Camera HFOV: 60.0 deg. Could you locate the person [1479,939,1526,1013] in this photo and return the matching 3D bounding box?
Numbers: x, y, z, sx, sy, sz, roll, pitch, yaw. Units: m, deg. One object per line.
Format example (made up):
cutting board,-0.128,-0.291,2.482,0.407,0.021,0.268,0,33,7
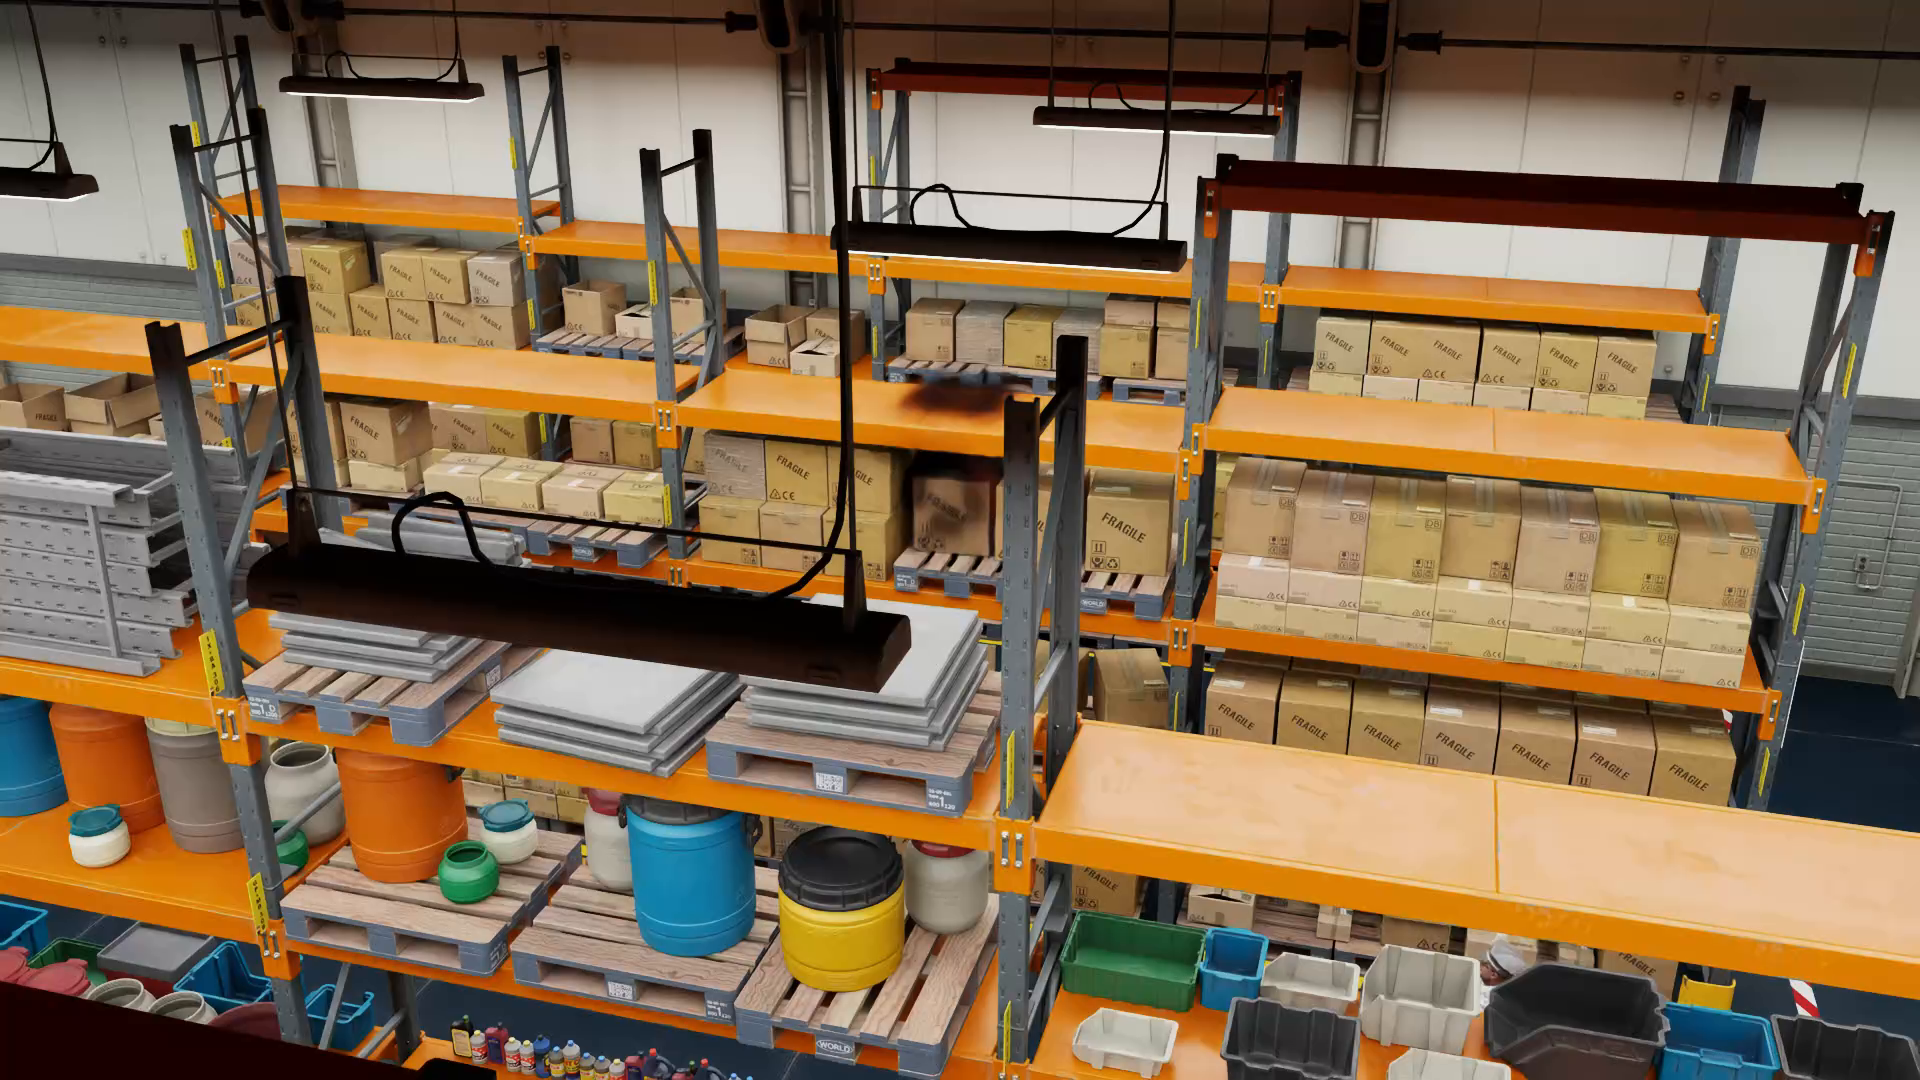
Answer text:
person,3.287,3.281,10.620,0.999,1.738,0.611,4,23,10
